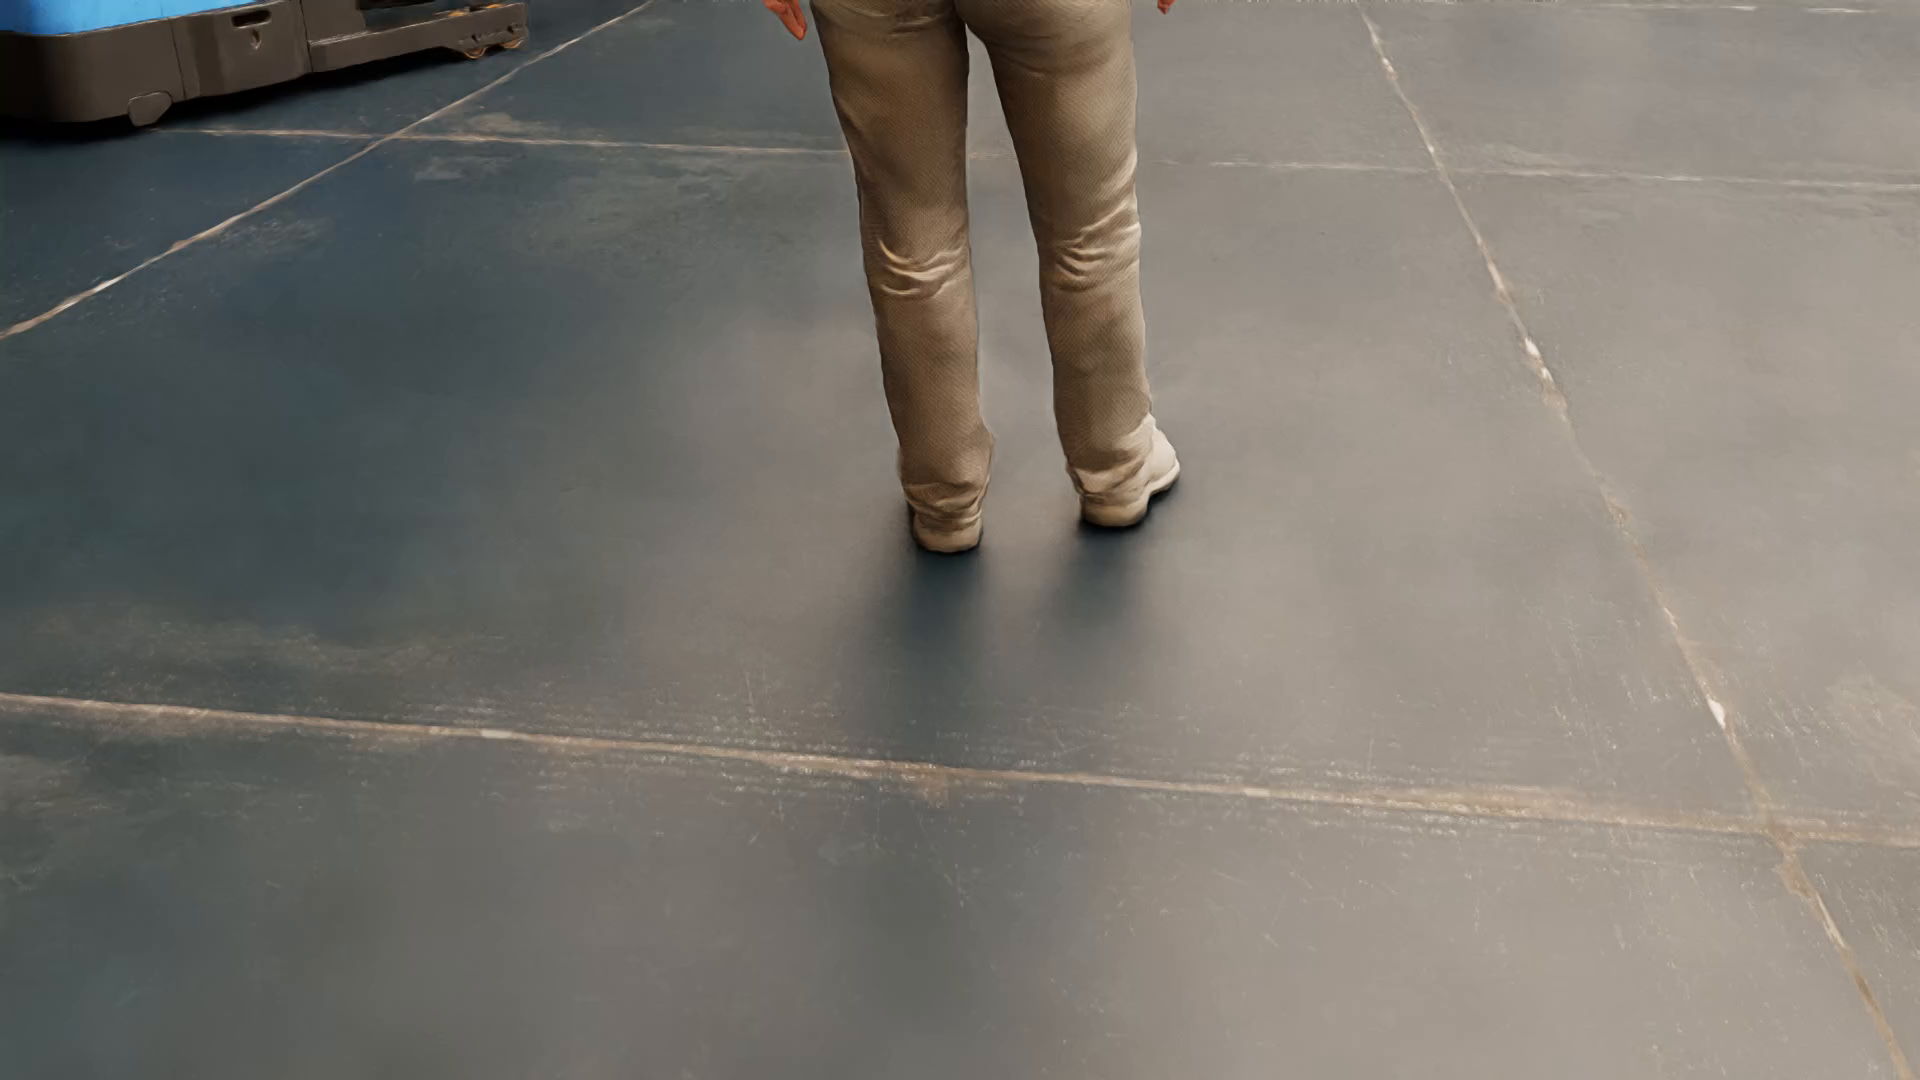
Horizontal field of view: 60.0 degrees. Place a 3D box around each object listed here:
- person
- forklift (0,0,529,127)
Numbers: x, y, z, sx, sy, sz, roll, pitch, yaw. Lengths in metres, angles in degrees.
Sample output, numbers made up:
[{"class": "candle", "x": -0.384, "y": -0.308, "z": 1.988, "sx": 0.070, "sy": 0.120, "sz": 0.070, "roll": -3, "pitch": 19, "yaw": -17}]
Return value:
[{"class": "person", "x": 0.016, "y": -0.828, "z": 2.155, "sx": 0.632, "sy": 1.773, "sz": 0.567, "roll": 3, "pitch": 27, "yaw": 7}, {"class": "forklift", "x": -2.252, "y": -3.118, "z": 5.466, "sx": 1.130, "sy": 2.935, "sz": 3.031, "roll": 13, "pitch": 29, "yaw": 24}]
